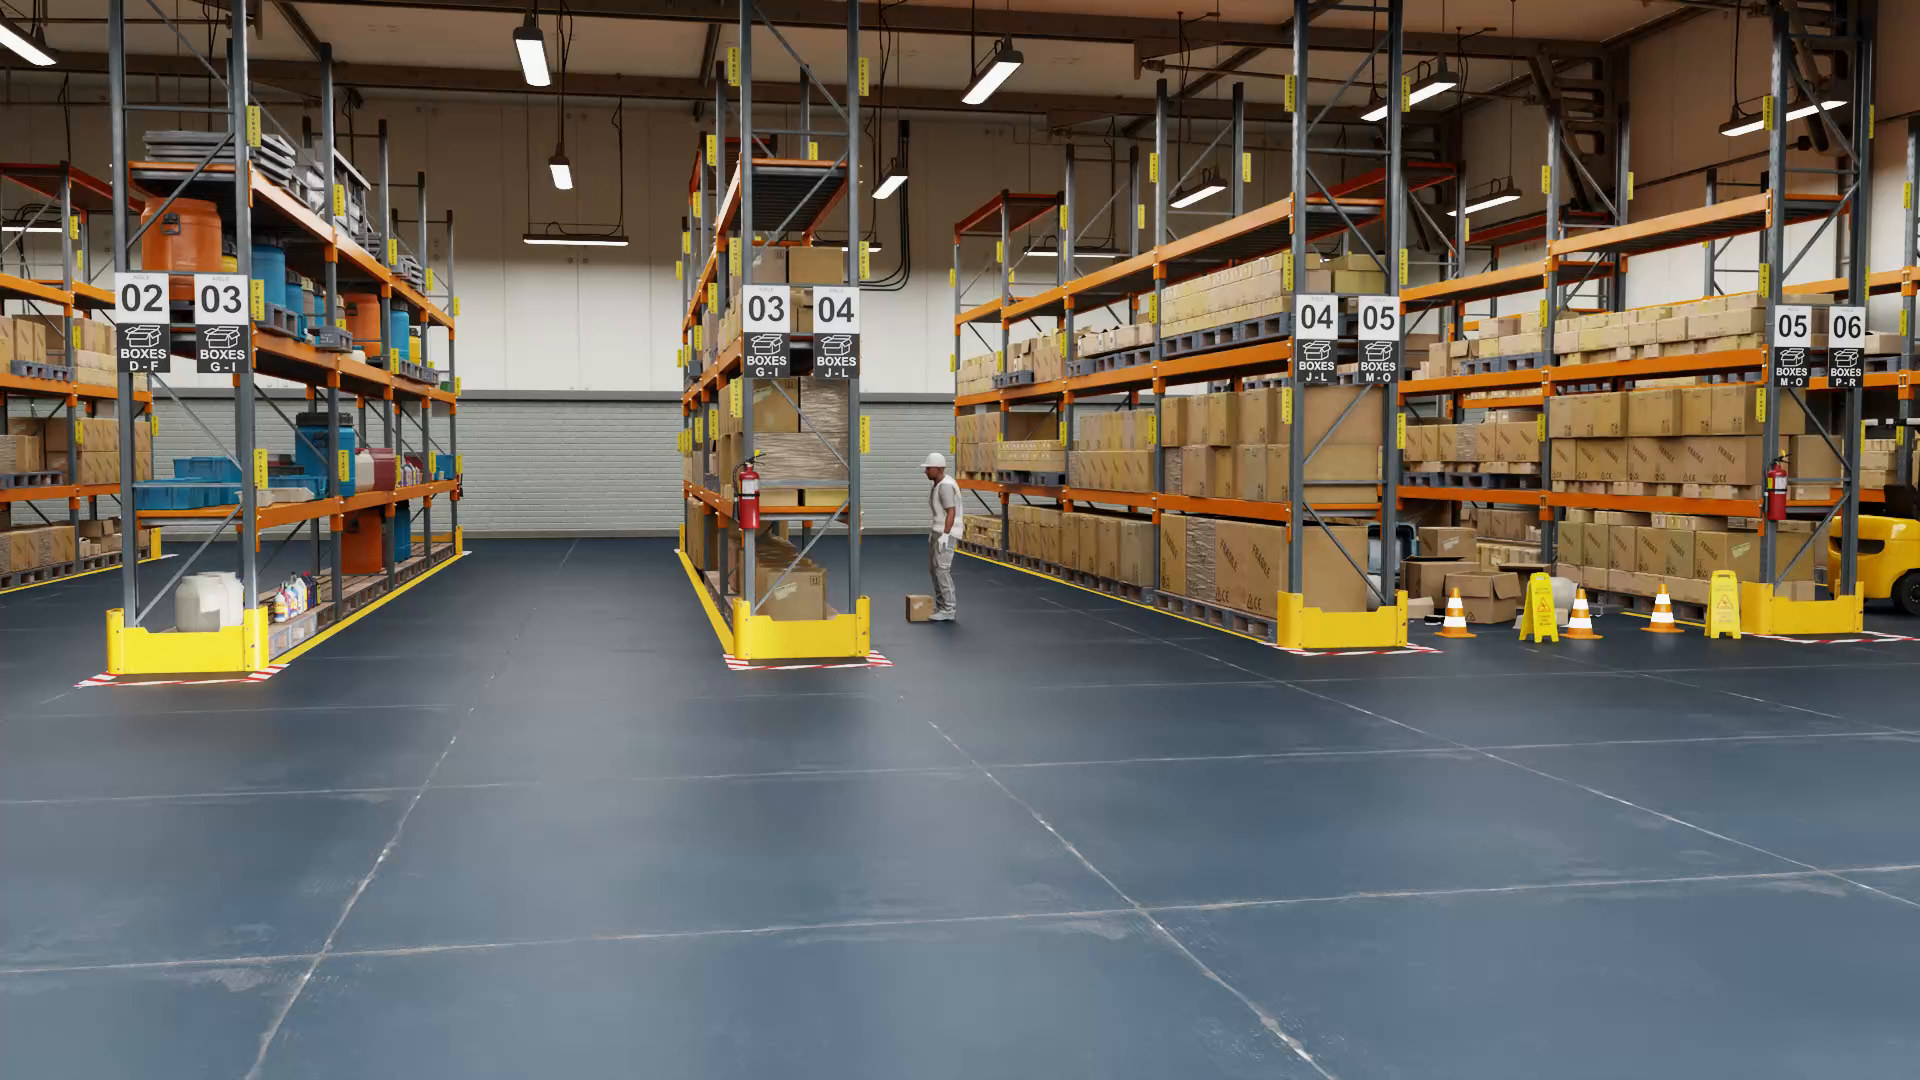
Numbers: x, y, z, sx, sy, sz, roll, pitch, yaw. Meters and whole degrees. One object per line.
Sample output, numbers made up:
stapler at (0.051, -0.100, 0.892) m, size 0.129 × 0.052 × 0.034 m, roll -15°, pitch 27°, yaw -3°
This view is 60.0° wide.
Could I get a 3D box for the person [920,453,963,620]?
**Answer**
person at (-0.204, -0.039, 17.699) m, size 0.449 × 1.773 × 0.614 m, roll -1°, pitch 3°, yaw -12°
